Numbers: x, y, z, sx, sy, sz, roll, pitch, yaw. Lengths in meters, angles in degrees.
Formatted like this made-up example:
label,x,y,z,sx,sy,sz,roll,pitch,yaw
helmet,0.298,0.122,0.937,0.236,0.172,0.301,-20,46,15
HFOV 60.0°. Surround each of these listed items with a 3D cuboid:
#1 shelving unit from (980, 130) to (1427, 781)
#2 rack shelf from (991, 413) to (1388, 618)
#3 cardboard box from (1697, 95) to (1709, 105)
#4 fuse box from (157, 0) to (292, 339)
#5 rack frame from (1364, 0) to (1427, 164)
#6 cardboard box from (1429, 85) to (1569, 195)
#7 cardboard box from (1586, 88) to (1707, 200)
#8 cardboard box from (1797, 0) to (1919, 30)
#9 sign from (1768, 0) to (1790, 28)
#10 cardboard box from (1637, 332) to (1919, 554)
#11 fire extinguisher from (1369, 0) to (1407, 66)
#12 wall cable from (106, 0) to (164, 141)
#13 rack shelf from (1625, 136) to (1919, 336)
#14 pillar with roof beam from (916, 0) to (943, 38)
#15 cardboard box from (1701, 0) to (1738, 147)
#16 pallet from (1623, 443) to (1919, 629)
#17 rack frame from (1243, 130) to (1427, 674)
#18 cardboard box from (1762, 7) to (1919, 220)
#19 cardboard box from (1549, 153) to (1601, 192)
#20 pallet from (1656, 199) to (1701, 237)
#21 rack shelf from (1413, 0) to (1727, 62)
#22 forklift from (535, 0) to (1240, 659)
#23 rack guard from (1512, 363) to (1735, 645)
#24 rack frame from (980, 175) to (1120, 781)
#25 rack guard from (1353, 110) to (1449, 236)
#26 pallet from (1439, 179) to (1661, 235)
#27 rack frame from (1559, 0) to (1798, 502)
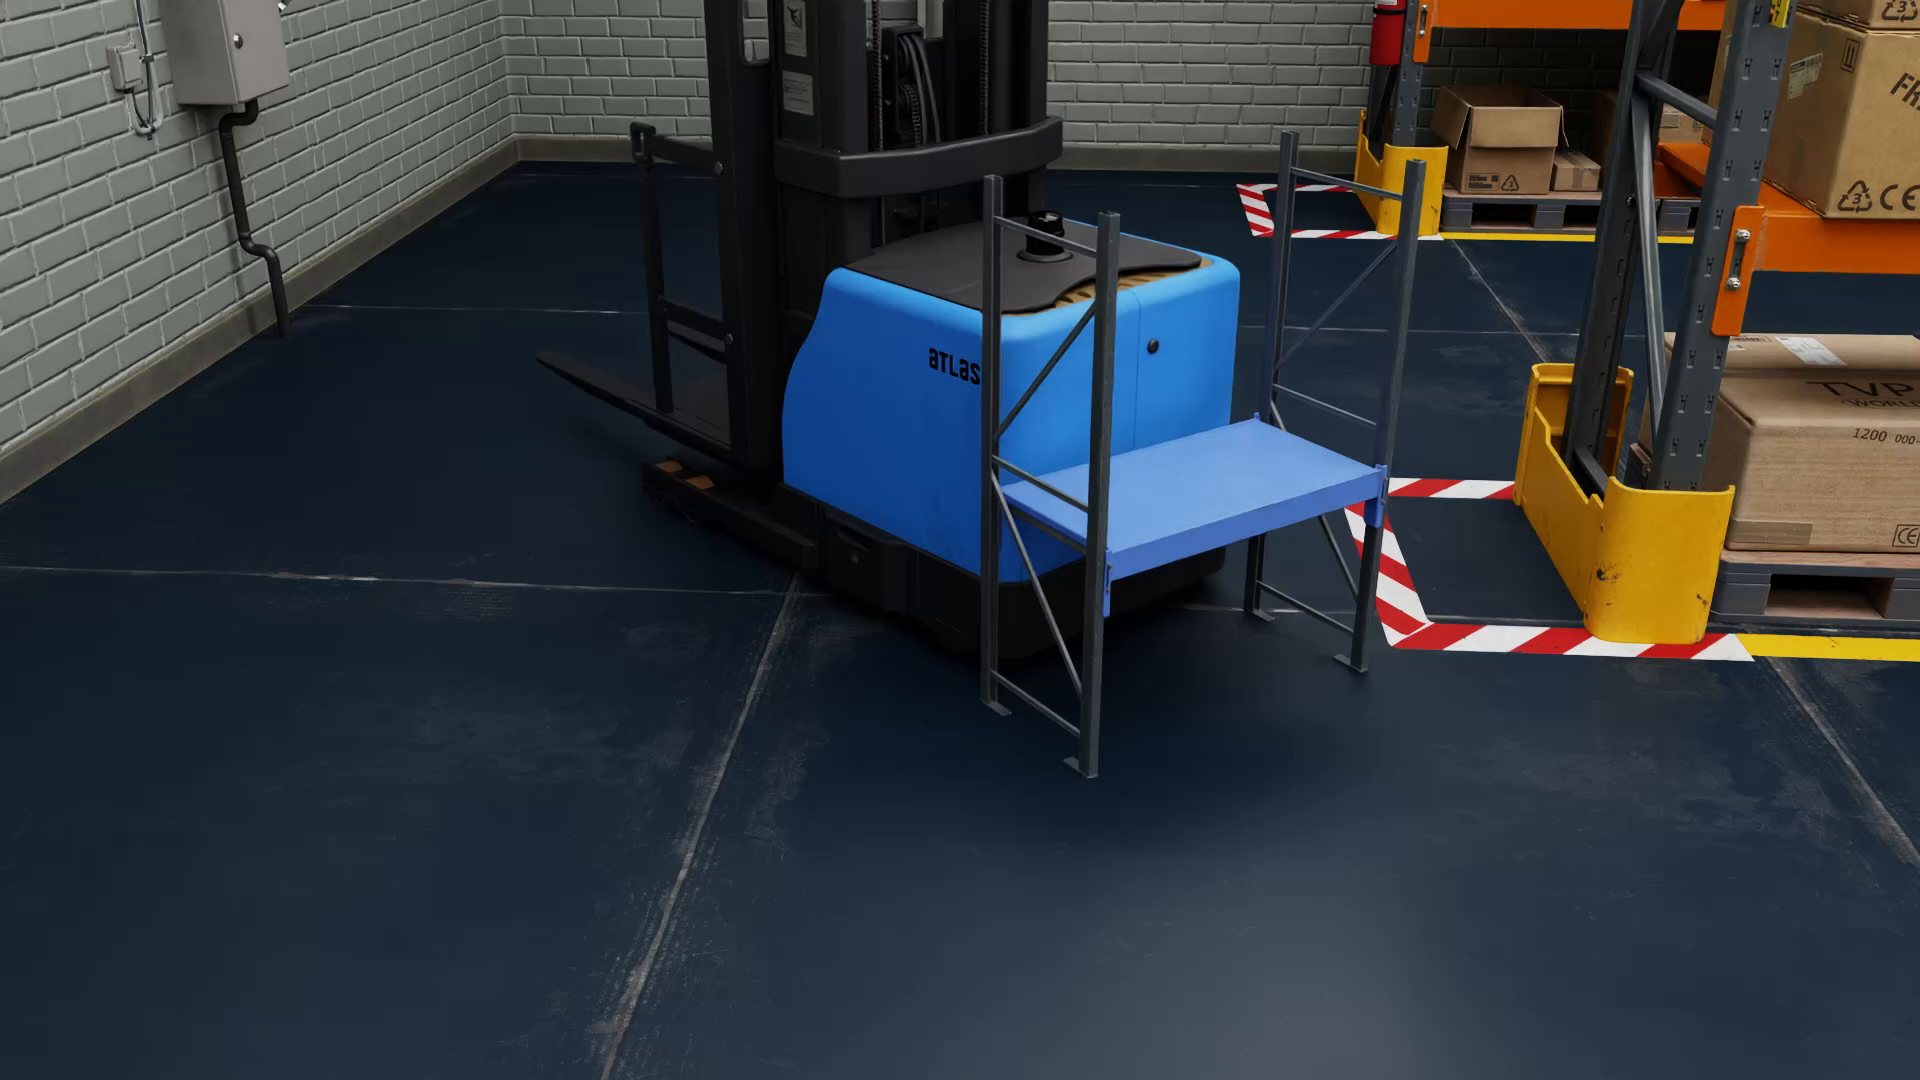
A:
label,x,y,z,sx,sy,sz,roll,pitch,yaw
shelving unit,0.630,-0.257,4.515,1.048,1.500,0.538,-16,29,-31
rack shelf,0.630,-0.094,4.590,1.000,0.185,0.538,-16,29,-31
cardboard box,4.522,-2.252,9.544,0.500,0.500,0.500,2,25,5
fuse box,-3.144,-1.746,7.497,0.414,1.711,0.539,2,25,4
rack frame,2.550,-3.358,9.460,0.127,3.000,1.000,2,25,4
cardboard box,3.153,-2.356,9.766,0.637,0.503,0.797,1,25,2
cardboard box,4.002,-2.311,9.672,0.500,0.500,0.700,3,25,6
cardboard box,2.631,-1.655,4.442,0.500,0.500,0.500,1,25,3
sign,2.126,-1.488,4.264,0.005,0.325,0.100,2,25,4
cardboard box,2.840,-0.337,5.456,0.875,0.438,0.875,1,25,2
fire extinguisher,2.368,-2.966,9.146,0.183,0.674,0.296,2,25,4
wall cable,-3.353,-2.513,6.408,0.122,1.984,0.588,2,25,4
rack shelf,4.168,-0.899,4.975,4.000,0.370,1.077,2,25,4
pillar with roof beam,-0.398,-4.751,5.311,0.400,9.000,9.100,2,25,4
cardboard box,2.675,-1.430,5.149,0.500,0.500,0.500,2,25,4
pallet,2.977,-0.030,5.562,1.213,0.211,1.003,2,25,4
rack frame,1.050,-0.377,4.775,0.032,1.500,0.500,-16,29,-31
cardboard box,2.631,-1.200,4.649,0.500,0.500,0.500,2,25,4
cardboard box,3.574,-2.165,9.775,0.250,0.149,0.380,1,25,2
pallet,4.634,-2.024,9.896,1.213,0.211,1.003,2,25,4
rack shelf,4.545,-2.968,9.471,4.000,0.370,1.077,2,25,4
forklift,-0.498,-1.518,5.542,1.130,2.935,3.031,-21,32,-38
rack guard,2.150,-0.155,5.488,0.348,0.500,1.175,2,25,4
rack frame,0.210,-0.138,4.255,0.032,1.500,0.500,-16,29,-31
rack guard,2.626,-2.220,9.977,0.348,0.500,1.175,2,25,4
pallet,3.421,-2.064,9.983,1.213,0.211,1.003,2,25,4
rack frame,2.174,-1.289,4.964,0.127,3.000,1.000,2,25,4
